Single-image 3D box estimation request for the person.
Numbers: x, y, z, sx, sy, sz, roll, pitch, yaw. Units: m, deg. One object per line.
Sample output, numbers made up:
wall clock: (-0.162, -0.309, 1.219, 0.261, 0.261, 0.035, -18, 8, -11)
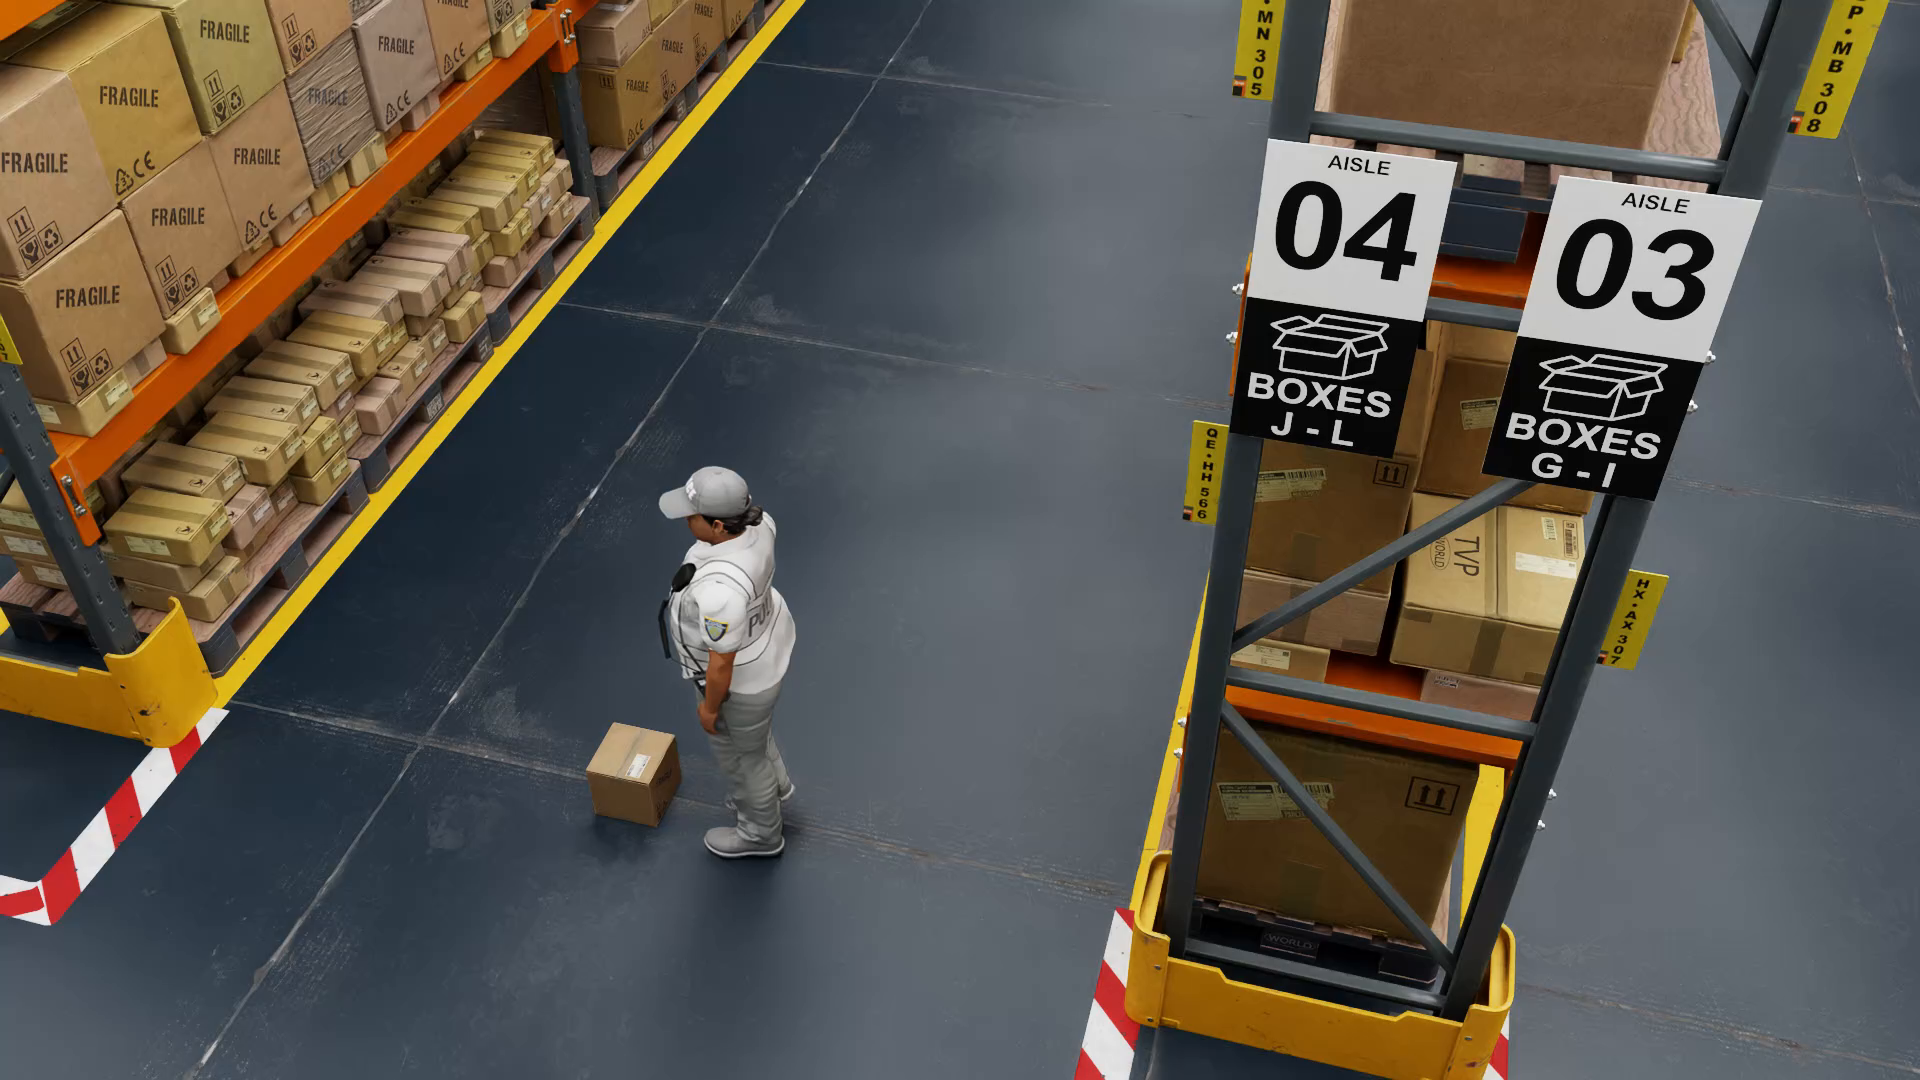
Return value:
person: (-0.767, 0.432, 5.663, 0.365, 1.704, 0.513, 6, 42, 7)
